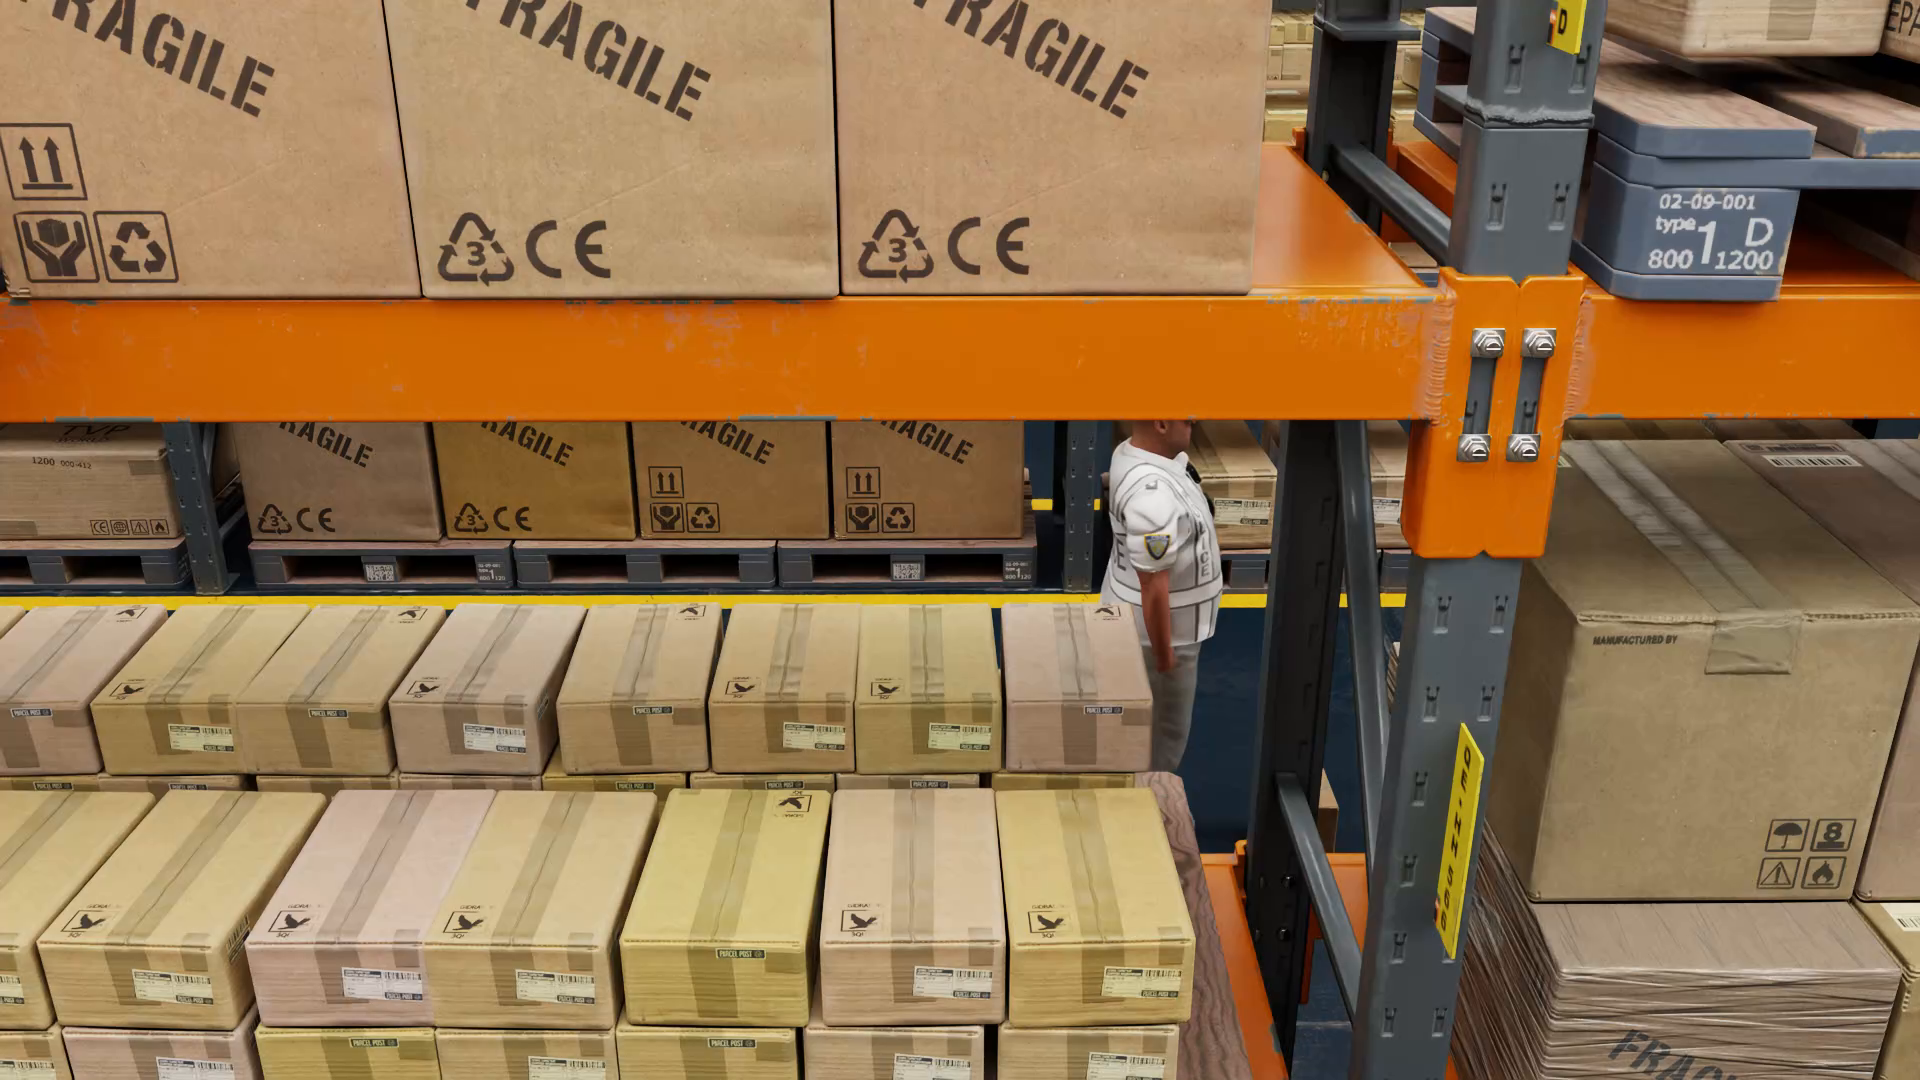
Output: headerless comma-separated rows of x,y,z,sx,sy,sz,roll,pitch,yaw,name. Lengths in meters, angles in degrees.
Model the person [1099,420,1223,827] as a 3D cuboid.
0.654,0.286,5.484,0.392,1.798,0.527,0,24,1,person
